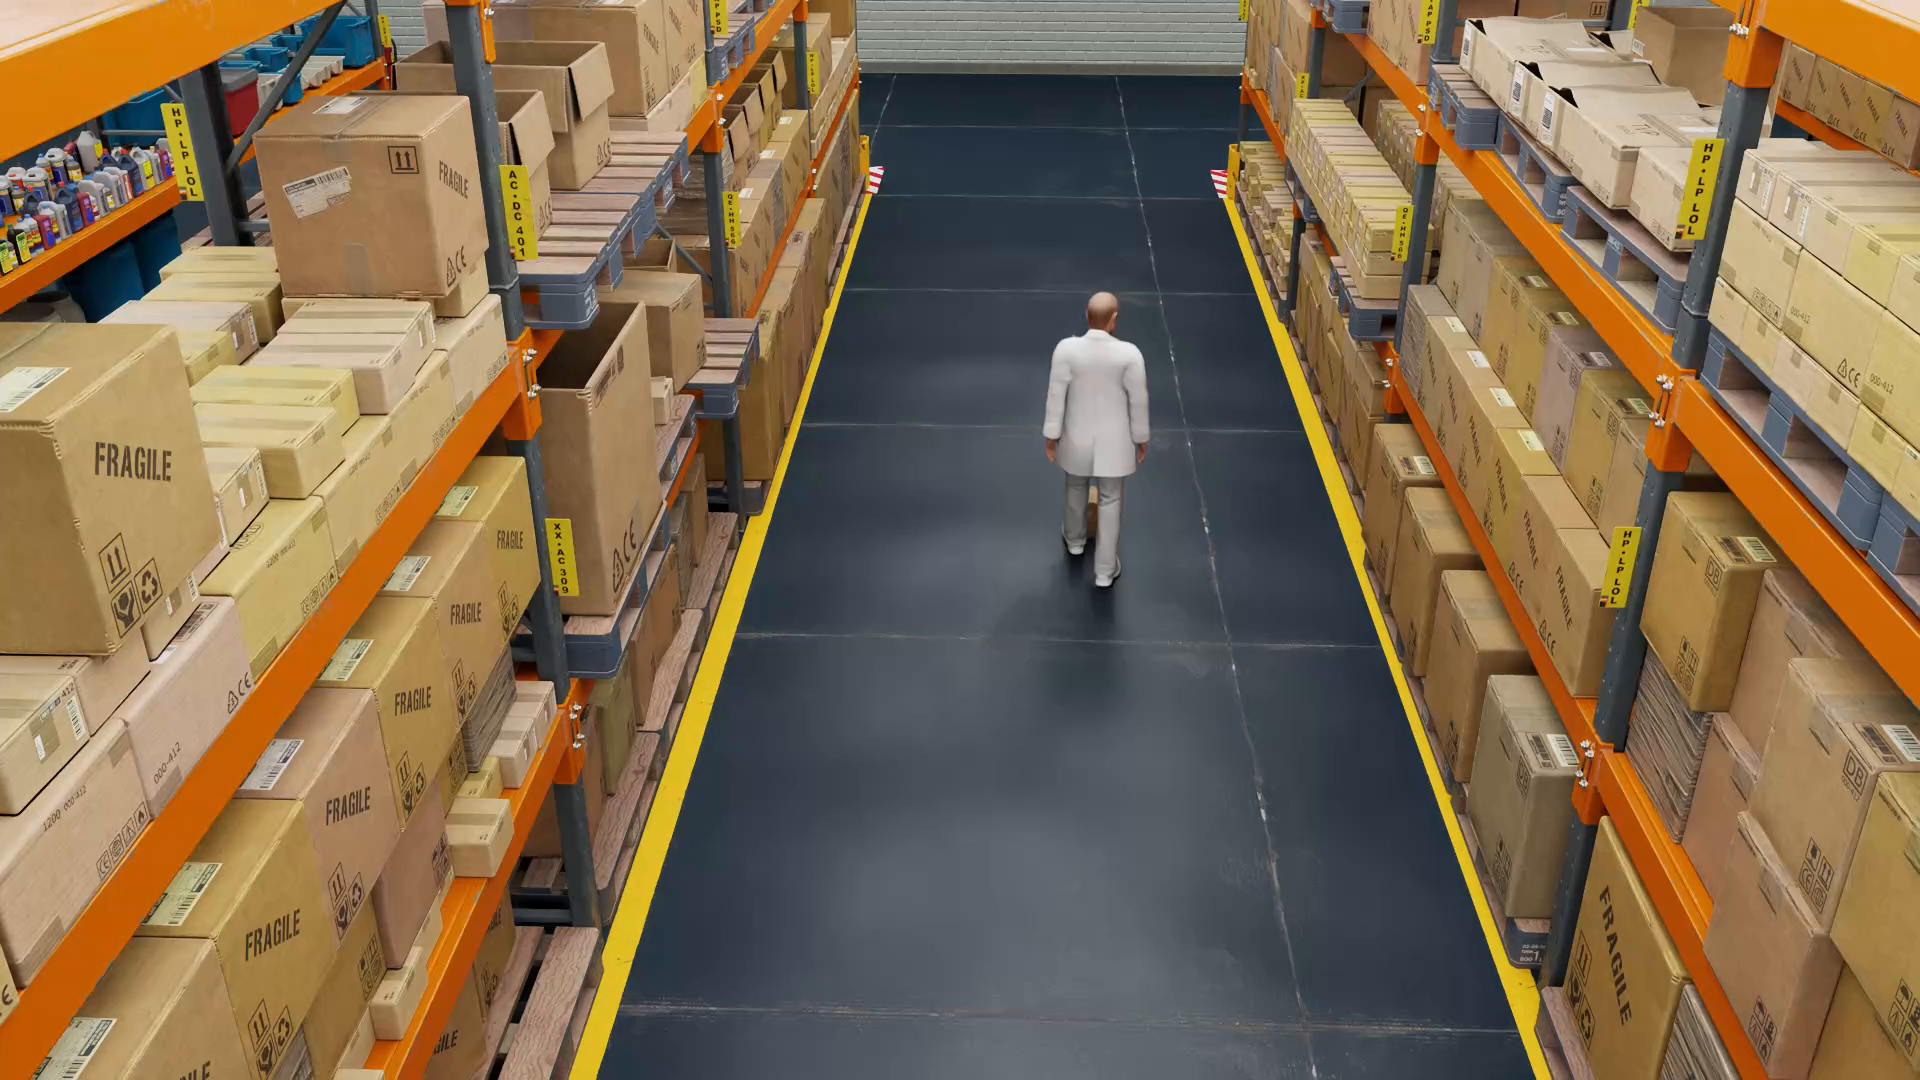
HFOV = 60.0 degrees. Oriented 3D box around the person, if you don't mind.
[{"bbox_3d":[0.823,-0.653,9.875,0.632,1.759,0.805,5,28,9],"label":"person"}]
